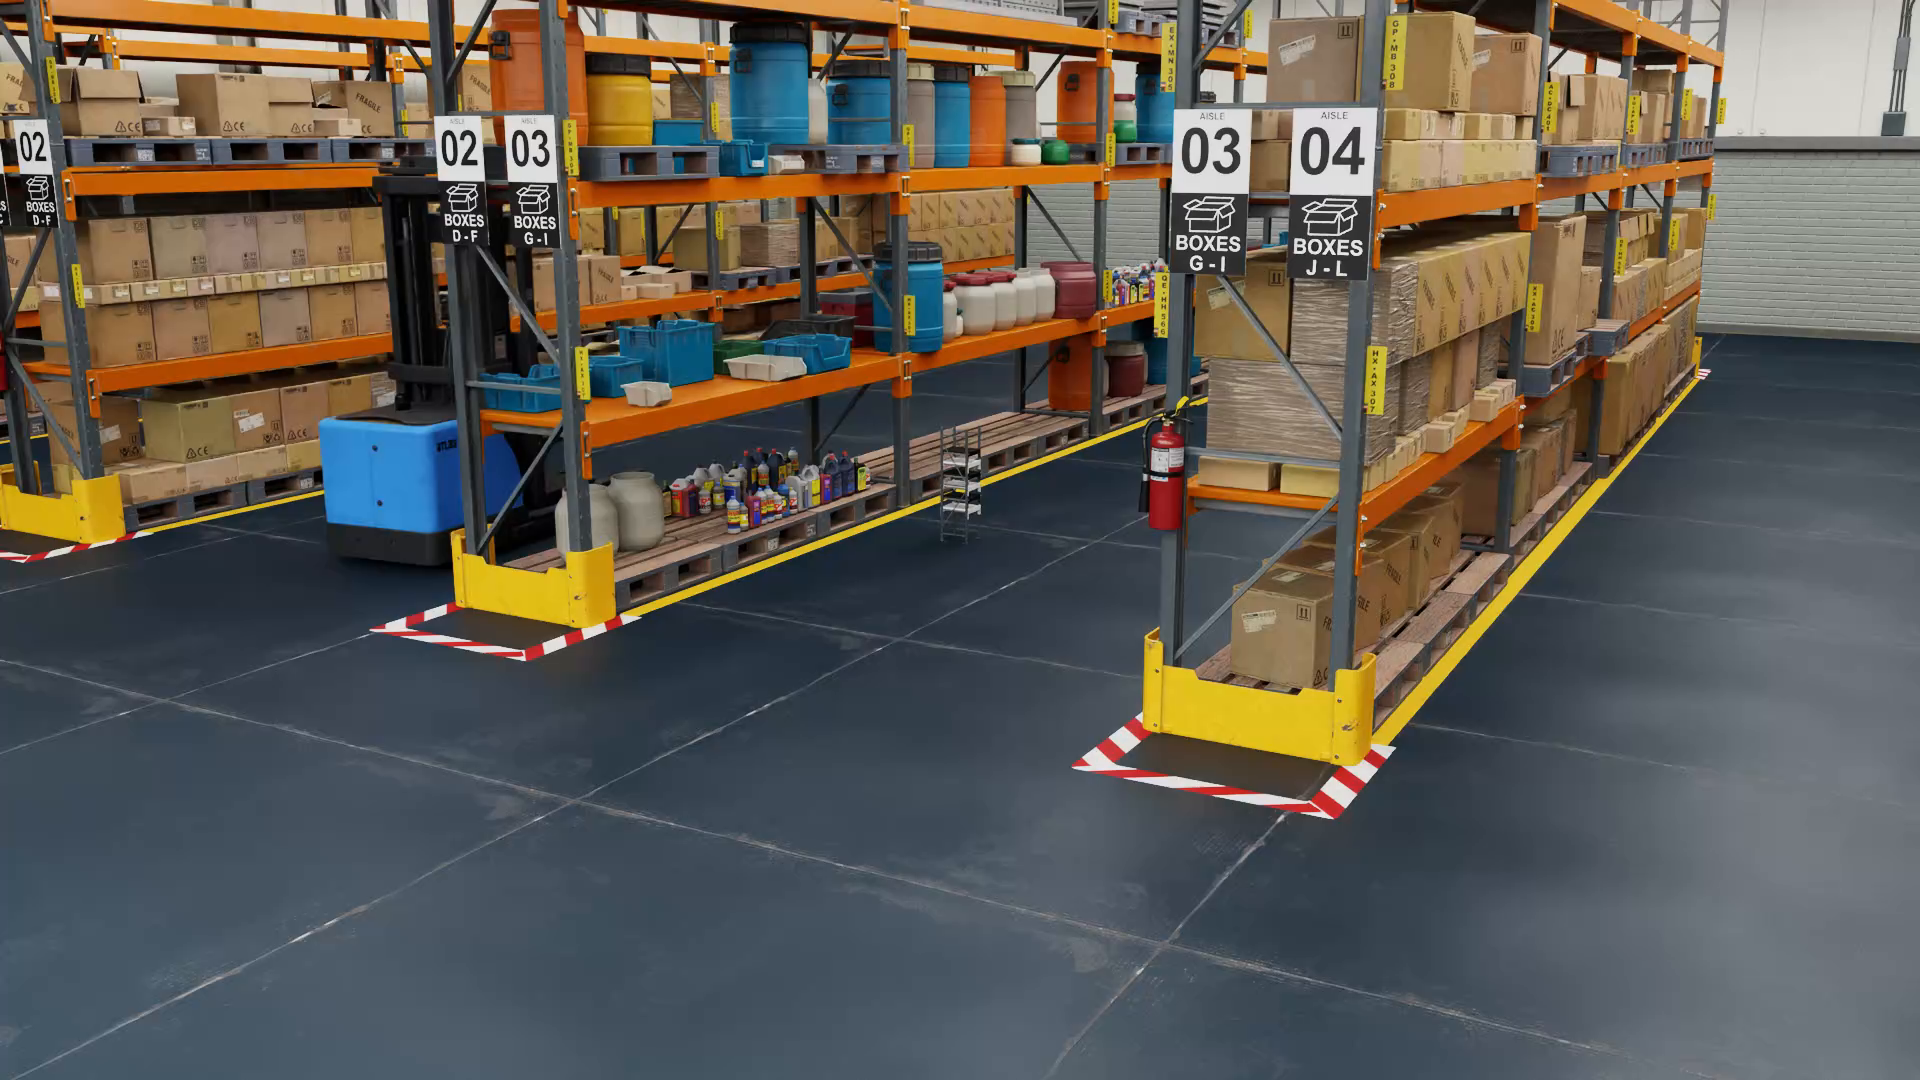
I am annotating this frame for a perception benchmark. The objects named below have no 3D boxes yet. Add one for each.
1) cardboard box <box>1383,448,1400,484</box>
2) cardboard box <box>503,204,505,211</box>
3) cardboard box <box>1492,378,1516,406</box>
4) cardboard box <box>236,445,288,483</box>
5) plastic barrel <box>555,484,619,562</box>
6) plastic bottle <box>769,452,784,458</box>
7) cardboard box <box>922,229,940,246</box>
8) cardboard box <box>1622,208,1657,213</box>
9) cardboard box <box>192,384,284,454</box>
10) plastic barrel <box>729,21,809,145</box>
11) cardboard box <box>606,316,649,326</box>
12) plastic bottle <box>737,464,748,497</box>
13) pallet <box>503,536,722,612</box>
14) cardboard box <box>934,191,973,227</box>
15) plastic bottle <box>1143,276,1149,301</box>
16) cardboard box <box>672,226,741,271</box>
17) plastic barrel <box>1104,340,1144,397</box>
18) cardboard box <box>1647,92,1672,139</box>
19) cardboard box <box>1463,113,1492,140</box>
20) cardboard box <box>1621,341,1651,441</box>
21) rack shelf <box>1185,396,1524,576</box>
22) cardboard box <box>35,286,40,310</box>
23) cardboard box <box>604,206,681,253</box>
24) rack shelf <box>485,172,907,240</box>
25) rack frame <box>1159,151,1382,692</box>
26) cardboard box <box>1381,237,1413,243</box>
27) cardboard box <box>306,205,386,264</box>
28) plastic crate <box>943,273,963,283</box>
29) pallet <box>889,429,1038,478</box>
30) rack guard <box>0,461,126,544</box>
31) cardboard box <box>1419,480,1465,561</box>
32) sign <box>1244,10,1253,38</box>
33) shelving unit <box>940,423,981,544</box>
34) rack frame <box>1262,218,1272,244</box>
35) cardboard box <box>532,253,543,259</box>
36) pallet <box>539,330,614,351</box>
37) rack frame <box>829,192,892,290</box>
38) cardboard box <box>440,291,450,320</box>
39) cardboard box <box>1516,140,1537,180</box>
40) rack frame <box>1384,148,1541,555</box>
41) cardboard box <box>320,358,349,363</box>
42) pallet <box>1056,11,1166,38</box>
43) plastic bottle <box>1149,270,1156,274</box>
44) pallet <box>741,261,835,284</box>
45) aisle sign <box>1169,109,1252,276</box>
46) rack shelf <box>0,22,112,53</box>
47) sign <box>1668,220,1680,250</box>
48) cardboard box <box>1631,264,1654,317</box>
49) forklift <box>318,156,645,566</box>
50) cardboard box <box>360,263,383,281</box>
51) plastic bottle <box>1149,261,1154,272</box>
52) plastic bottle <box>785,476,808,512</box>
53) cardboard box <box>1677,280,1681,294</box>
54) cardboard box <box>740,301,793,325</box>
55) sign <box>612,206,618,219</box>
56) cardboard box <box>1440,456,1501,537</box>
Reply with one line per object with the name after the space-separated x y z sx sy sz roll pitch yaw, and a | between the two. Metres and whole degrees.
2.127 -0.413 8.883 0.380 0.149 0.250 7 15 28 | cardboard box
-6.689 -4.575 23.119 0.500 0.250 0.500 7 15 28 | cardboard box
3.596 -1.026 11.426 0.380 0.149 0.250 7 15 28 | cardboard box
-6.227 -0.686 14.450 0.500 0.250 0.500 7 15 28 | cardboard box
-2.576 -0.105 11.480 0.421 0.512 0.421 0 14 0 | plastic barrel
-1.563 -0.592 13.960 0.152 0.276 0.135 8 16 30 | plastic bottle
-0.630 -4.218 23.916 0.500 0.500 0.500 8 16 29 | cardboard box
8.534 -3.953 21.117 0.500 0.500 0.500 7 15 27 | cardboard box
-6.237 -1.052 14.367 0.500 0.500 0.500 7 15 28 | cardboard box
-1.468 -3.501 12.789 0.600 0.901 0.708 7 15 28 | plastic barrel
-5.247 -3.681 26.341 0.700 0.500 0.500 8 16 29 | cardboard box
-1.776 -0.483 13.518 0.097 0.271 0.097 0 14 0 | plastic bottle
-2.434 0.202 11.744 1.003 0.211 1.213 7 15 28 | pallet
-0.139 -4.907 24.641 0.500 0.500 0.500 8 16 30 | cardboard box
2.059 -2.807 18.553 0.097 0.271 0.097 0 14 0 | plastic bottle
-3.088 -3.564 20.308 0.700 0.500 0.500 2 14 9 | cardboard box
1.808 -1.973 19.068 0.600 0.588 0.708 7 15 28 | plastic barrel
7.636 -4.794 18.796 0.700 0.500 0.500 6 15 25 | cardboard box
2.906 -2.434 9.800 0.380 0.149 0.250 8 16 31 | cardboard box
6.166 -1.539 16.654 1.225 0.875 0.875 7 15 28 | cardboard box
2.476 -0.466 10.100 1.077 0.370 4.000 7 15 28 | rack shelf
-9.777 -2.613 17.751 0.500 0.250 0.500 7 15 28 | cardboard box
-5.064 -4.955 26.547 0.980 0.700 0.700 7 15 27 | cardboard box
-1.860 -2.485 12.076 1.077 0.370 4.000 7 15 28 | rack shelf
1.509 -0.405 8.314 1.000 3.000 0.127 7 15 28 | rack frame
2.520 -1.636 10.439 0.500 0.500 0.500 7 15 28 | cardboard box
-5.680 -2.833 15.401 0.700 0.500 0.500 7 15 28 | cardboard box
-0.008 -2.342 16.210 0.402 0.464 0.583 7 15 28 | plastic crate
0.041 -0.848 16.101 1.003 0.211 1.213 7 15 28 | pallet
-7.173 -0.308 13.245 1.175 0.500 0.348 7 15 28 | rack guard
3.214 -0.137 11.640 0.500 0.500 0.500 7 15 26 | cardboard box
3.455 -6.180 19.915 0.100 0.325 0.005 7 15 28 | sign
0.004 -0.439 12.935 0.258 0.900 0.210 7 15 28 | shelving unit
4.908 -4.249 24.257 1.000 3.000 0.127 7 15 28 | rack frame
-6.266 -4.081 24.055 0.380 0.149 0.250 7 15 26 | cardboard box
-6.005 -3.028 25.144 1.003 0.211 1.213 7 15 28 | pallet
-1.360 -3.990 23.184 1.000 3.000 0.127 7 15 28 | rack frame
-5.028 -2.382 16.833 0.500 0.250 0.500 9 16 32 | cardboard box
3.451 -2.488 10.873 0.500 0.250 0.500 8 16 30 | cardboard box
3.443 -1.226 11.718 1.000 3.000 0.127 7 15 28 | rack frame
-8.285 -2.483 21.326 0.700 0.500 0.500 7 15 28 | cardboard box
1.416 -5.382 17.415 1.213 0.211 1.003 7 15 28 | pallet
2.358 -3.194 20.308 0.097 0.201 0.097 0 14 0 | plastic bottle
-2.358 -3.476 21.460 1.003 0.211 1.213 7 15 28 | pallet
1.216 -1.690 8.097 0.394 0.787 0.004 7 15 28 | aisle sign
-10.532 -5.064 16.381 1.077 0.370 4.000 7 15 28 | rack shelf
7.790 -3.332 18.152 0.100 0.325 0.005 7 15 28 | sign
6.831 -2.580 17.122 0.500 0.500 0.500 7 15 27 | cardboard box
-3.668 -1.536 13.150 1.130 2.935 3.031 6 15 22 | forklift
-5.543 -2.474 15.299 0.380 0.149 0.250 7 15 28 | cardboard box
2.359 -3.317 20.642 0.061 0.283 0.133 7 15 28 | plastic bottle
-1.283 -0.373 13.055 0.152 0.276 0.135 8 16 29 | plastic bottle
8.247 -2.983 19.541 0.380 0.149 0.250 7 15 27 | cardboard box
-2.533 -2.974 21.763 0.500 0.250 0.500 7 15 27 | cardboard box
-5.219 -5.016 25.136 0.100 0.325 0.005 7 15 28 | sign
3.758 -0.348 12.471 0.700 0.500 0.500 6 15 24 | cardboard box
